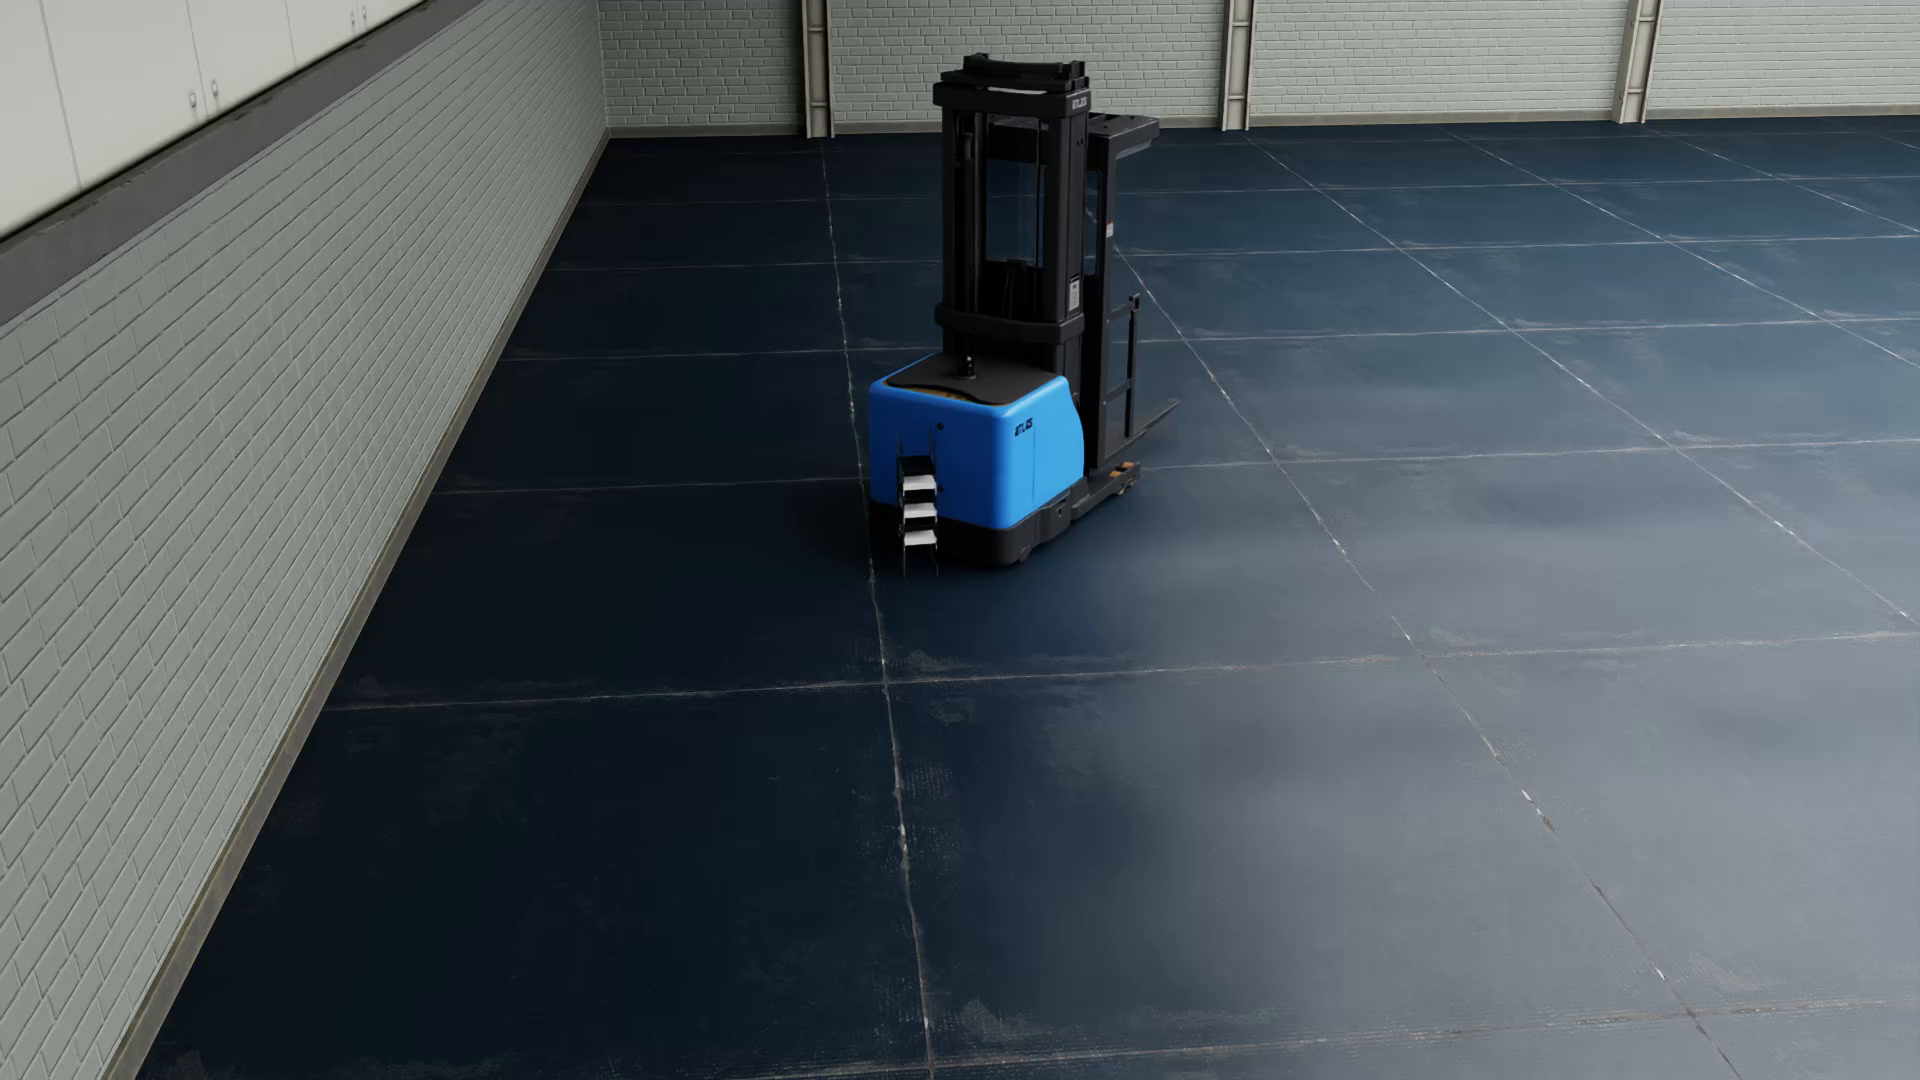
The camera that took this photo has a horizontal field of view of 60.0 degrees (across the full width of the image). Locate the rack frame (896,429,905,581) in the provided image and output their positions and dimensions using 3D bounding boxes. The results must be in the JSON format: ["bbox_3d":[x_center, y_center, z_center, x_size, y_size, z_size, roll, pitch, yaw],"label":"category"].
[{"bbox_3d":[-0.362,-0.209,10.112,0.006,0.900,0.240,-4,24,-9],"label":"rack frame"}]

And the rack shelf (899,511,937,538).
[{"bbox_3d":[-0.262,-0.104,10.179,0.200,0.077,0.258,-4,24,-9],"label":"rack shelf"}]

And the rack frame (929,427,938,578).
[{"bbox_3d":[-0.162,-0.224,10.146,0.006,0.900,0.240,-4,24,-9],"label":"rack frame"}]

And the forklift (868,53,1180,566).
[{"bbox_3d":[0.604,-1.736,11.046,1.130,2.935,3.031,14,27,28],"label":"forklift"}]

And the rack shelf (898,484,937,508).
[{"bbox_3d":[-0.262,-0.268,10.106,0.200,0.077,0.258,-4,24,-9],"label":"rack shelf"}]

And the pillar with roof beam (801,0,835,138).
[{"bbox_3d":[-1.568,-8.138,17.979,0.400,9.000,9.100,-2,24,-5],"label":"pillar with roof beam"}]

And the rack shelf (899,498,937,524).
[{"bbox_3d":[-0.262,-0.186,10.142,0.200,0.077,0.258,-4,24,-9],"label":"rack shelf"}]

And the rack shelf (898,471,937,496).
[{"bbox_3d":[-0.262,-0.350,10.069,0.200,0.077,0.258,-4,24,-9],"label":"rack shelf"}]

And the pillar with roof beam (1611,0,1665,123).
[{"bbox_3d":[10.374,-8.617,19.057,0.400,9.000,9.100,-2,24,-5],"label":"pillar with roof beam"}]

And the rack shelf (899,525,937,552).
[{"bbox_3d":[-0.262,-0.021,10.216,0.200,0.077,0.258,-4,24,-9],"label":"rack shelf"}]

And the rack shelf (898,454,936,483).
[{"bbox_3d":[-0.262,-0.433,10.033,0.200,0.077,0.258,-4,24,-9],"label":"rack shelf"}]

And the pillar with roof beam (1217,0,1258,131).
[{"bbox_3d":[4.403,-8.377,18.518,0.400,9.000,9.100,-2,24,-5],"label":"pillar with roof beam"}]

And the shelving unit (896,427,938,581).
[{"bbox_3d":[-0.262,-0.216,10.129,0.210,0.900,0.258,-4,24,-9],"label":"shelving unit"}]
